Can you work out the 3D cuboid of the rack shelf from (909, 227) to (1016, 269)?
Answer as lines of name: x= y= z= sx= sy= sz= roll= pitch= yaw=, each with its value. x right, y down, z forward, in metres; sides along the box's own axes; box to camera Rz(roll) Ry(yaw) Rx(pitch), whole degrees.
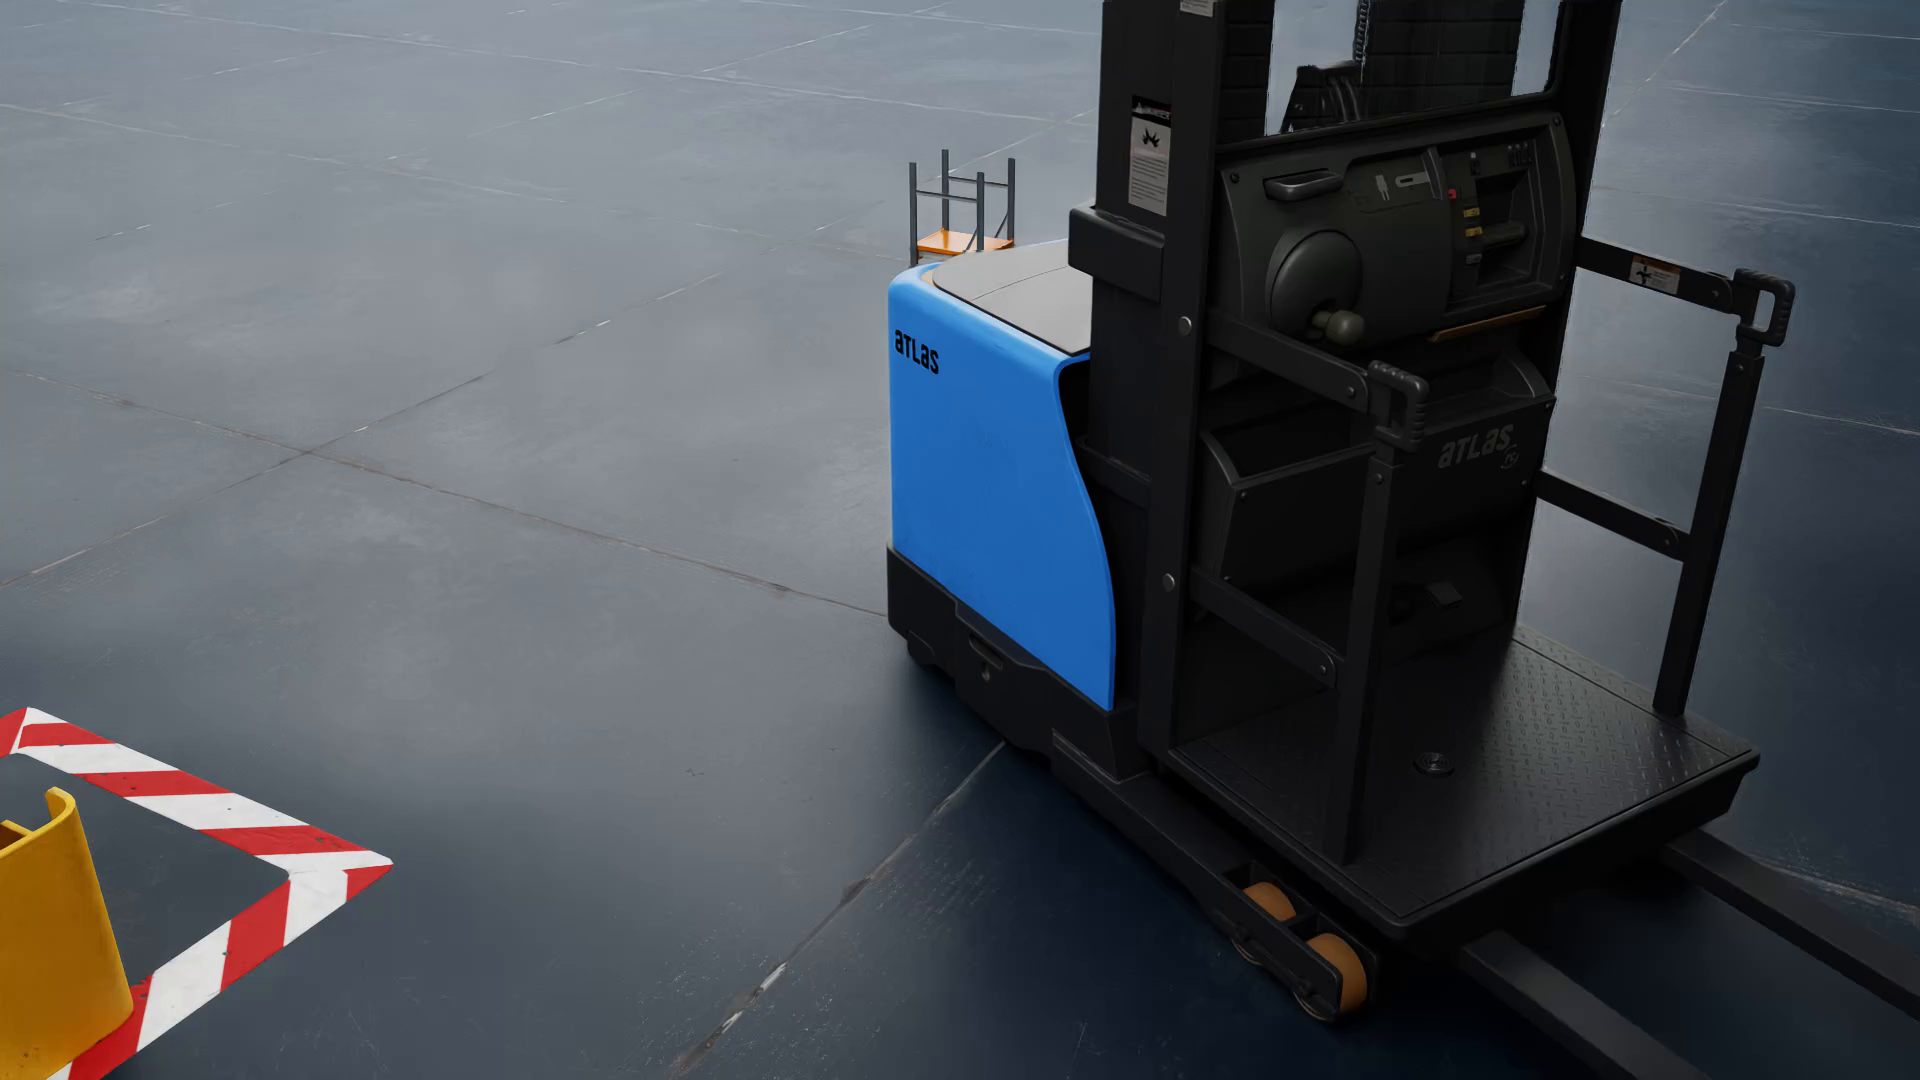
rack shelf: x=0.007 y=-0.824 z=4.851 sx=0.258 sy=0.103 sz=0.180 roll=14 pitch=30 yaw=26

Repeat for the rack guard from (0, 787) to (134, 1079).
rack guard: x=-2.235 y=0.660 z=3.374 sx=1.175 sy=0.500 sz=0.348 roll=14 pitch=30 yaw=26

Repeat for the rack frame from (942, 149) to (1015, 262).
rack frame: x=0.052 y=-0.578 z=5.064 sx=0.240 sy=1.200 sz=0.006 roll=14 pitch=30 yaw=26

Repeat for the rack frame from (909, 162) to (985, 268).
rack frame: x=-0.038 y=-0.507 z=4.921 sx=0.240 sy=1.200 sz=0.006 roll=14 pitch=30 yaw=26

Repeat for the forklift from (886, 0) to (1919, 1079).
forklift: x=1.008 y=-0.591 z=3.157 sx=1.130 sy=2.935 sz=3.031 roll=-16 pitch=31 yaw=-28

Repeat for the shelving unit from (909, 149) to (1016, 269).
shelving unit: x=0.007 y=-0.542 z=4.993 sx=0.258 sy=1.200 sz=0.189 roll=14 pitch=30 yaw=26
